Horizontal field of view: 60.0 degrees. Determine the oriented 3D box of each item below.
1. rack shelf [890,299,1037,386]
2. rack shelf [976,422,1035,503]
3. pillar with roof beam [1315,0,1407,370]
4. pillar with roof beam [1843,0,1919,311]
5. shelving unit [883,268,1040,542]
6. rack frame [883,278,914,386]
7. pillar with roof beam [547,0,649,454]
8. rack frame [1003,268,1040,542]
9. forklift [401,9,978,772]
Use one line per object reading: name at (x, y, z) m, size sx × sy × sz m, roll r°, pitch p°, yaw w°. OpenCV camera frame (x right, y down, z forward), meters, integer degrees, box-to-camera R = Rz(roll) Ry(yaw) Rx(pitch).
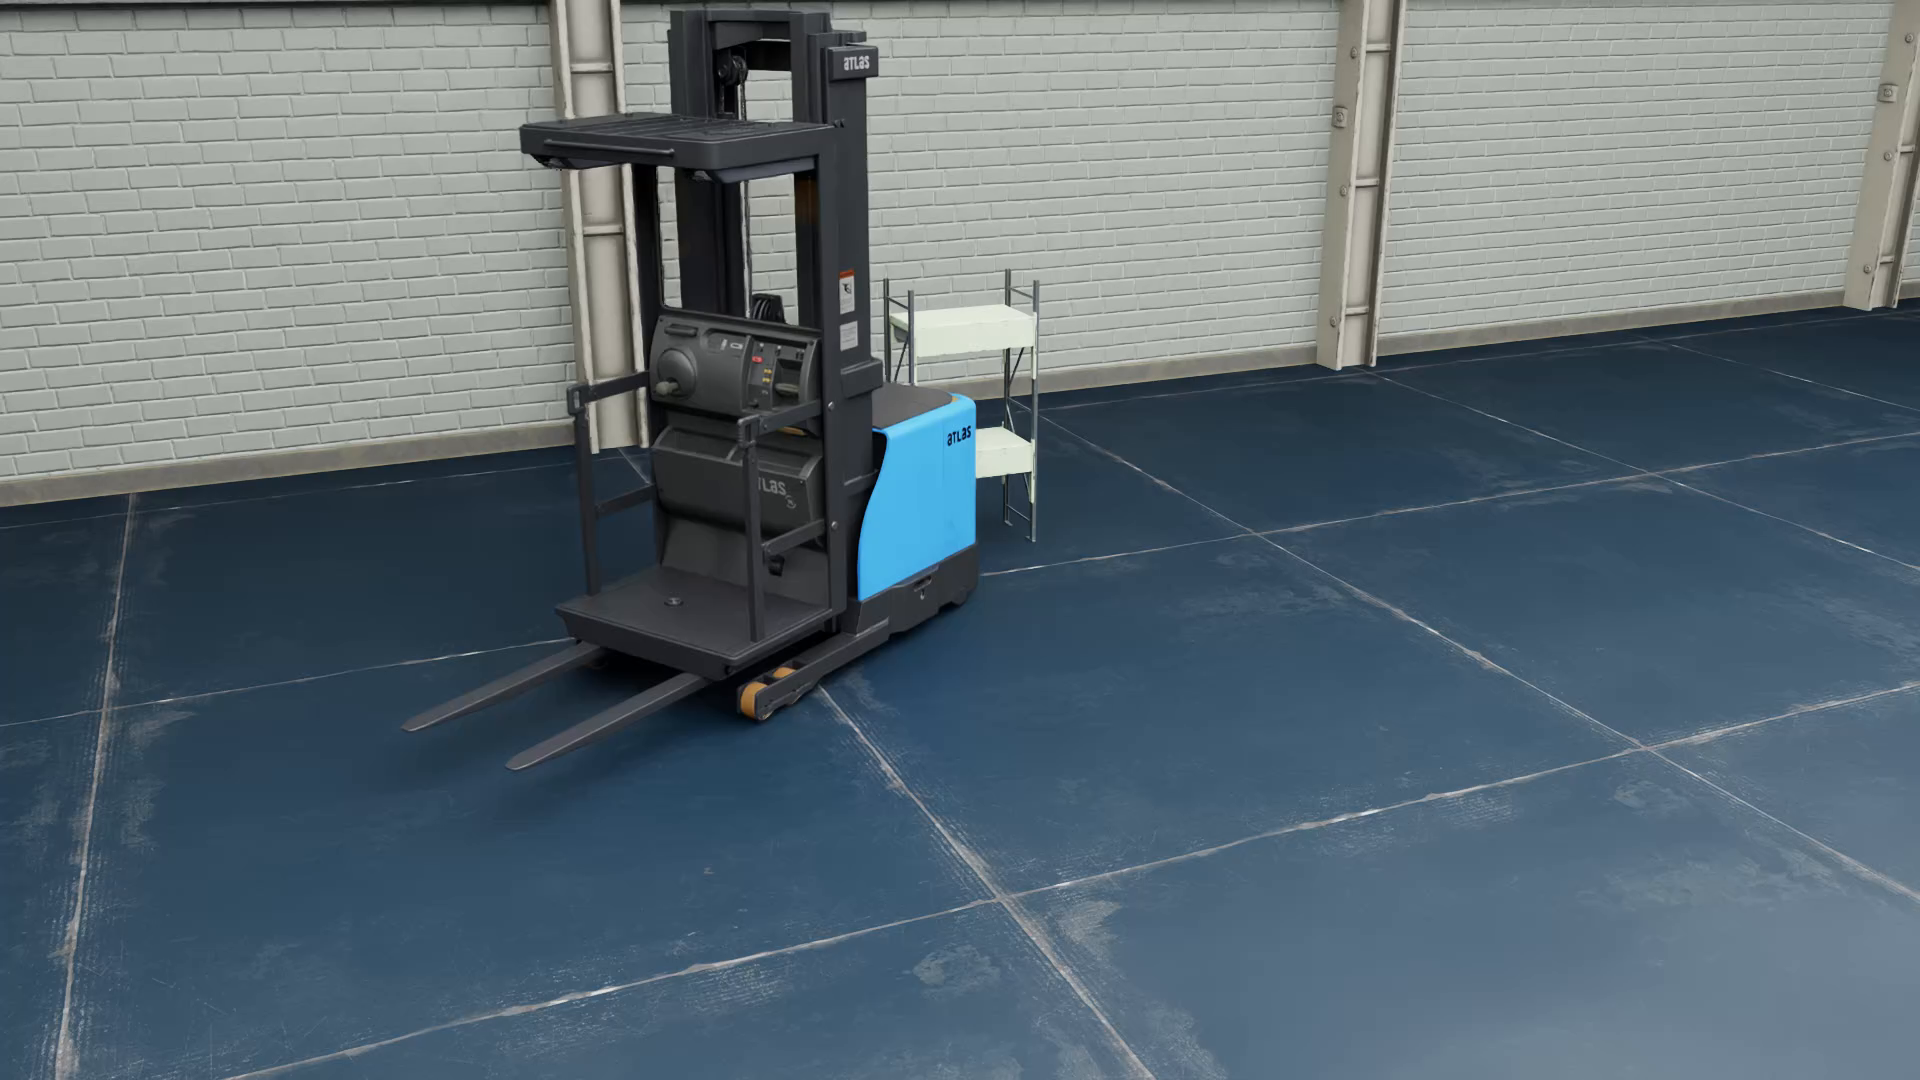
rack shelf at (0.006, -1.076, 9.146) m, size 0.720 × 0.370 × 0.431 m, roll -8°, pitch 21°, yaw -22°
rack shelf at (0.006, -0.401, 9.384) m, size 0.720 × 0.370 × 0.431 m, roll -8°, pitch 21°, yaw -22°
pillar with roof beam at (4.856, -4.372, 8.390) m, size 0.400 × 9.000 × 9.100 m, roll -8°, pitch 21°, yaw -22°
pillar with roof beam at (10.365, -5.162, 10.632) m, size 0.400 × 9.000 × 9.100 m, roll -8°, pitch 21°, yaw -22°
shelving unit at (0.006, -0.708, 9.275) m, size 0.755 × 1.500 × 0.431 m, roll -8°, pitch 21°, yaw -22°
rack frame at (-0.330, -0.660, 9.139) m, size 0.023 × 1.500 × 0.400 m, roll -8°, pitch 21°, yaw -22°
pillar with roof beam at (-0.653, -3.583, 6.149) m, size 0.400 × 9.000 × 9.100 m, roll -8°, pitch 21°, yaw -22°
rack frame at (0.342, -0.756, 9.412) m, size 0.023 × 1.500 × 0.400 m, roll -8°, pitch 21°, yaw -22°
forklift at (-1.140, -0.772, 7.300) m, size 1.130 × 2.935 × 3.031 m, roll 12°, pitch 23°, yaw 32°
